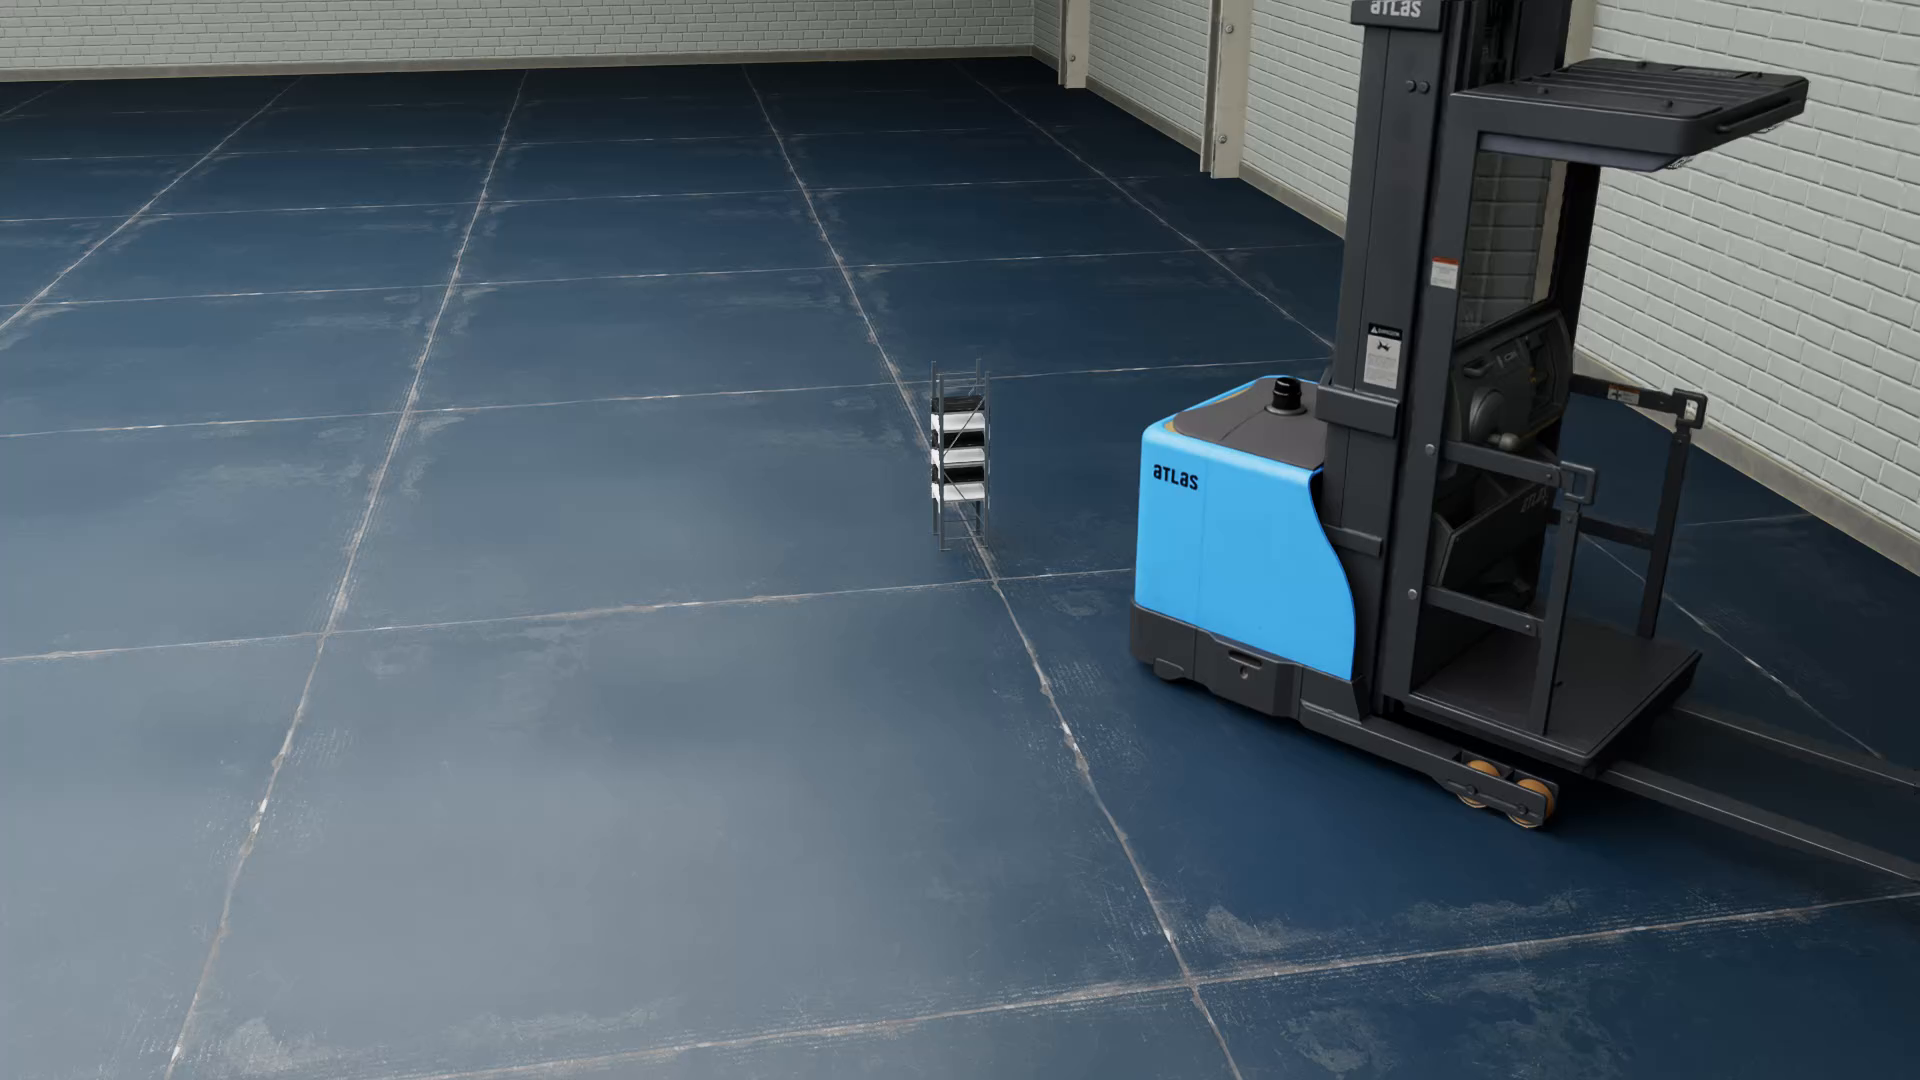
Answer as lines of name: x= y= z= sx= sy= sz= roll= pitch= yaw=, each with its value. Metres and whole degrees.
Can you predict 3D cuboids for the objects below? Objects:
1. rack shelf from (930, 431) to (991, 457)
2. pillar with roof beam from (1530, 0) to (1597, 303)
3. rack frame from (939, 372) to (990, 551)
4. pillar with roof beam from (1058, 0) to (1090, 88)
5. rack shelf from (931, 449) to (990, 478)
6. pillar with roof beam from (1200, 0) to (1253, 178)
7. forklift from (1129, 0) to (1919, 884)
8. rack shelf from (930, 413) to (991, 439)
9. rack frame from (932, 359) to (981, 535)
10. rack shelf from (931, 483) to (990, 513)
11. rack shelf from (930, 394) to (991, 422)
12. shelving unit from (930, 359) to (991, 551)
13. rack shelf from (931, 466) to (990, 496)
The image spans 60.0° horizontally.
rack shelf: x=0.001 y=-0.461 z=8.040 sx=0.258 sy=0.077 sz=0.200 roll=-4 pitch=24 yaw=-10
pillar with roof beam: x=-0.513 y=-5.107 z=8.701 sx=9.100 sy=9.000 sz=0.400 roll=-4 pitch=24 yaw=-10
rack frame: x=0.020 y=-0.369 z=7.971 sx=0.240 sy=0.900 sz=0.006 roll=-4 pitch=24 yaw=-10
pillar with roof beam: x=-2.732 y=-9.827 z=19.508 sx=9.100 sy=9.000 sz=0.400 roll=-4 pitch=24 yaw=-10
rack shelf: x=0.001 y=-0.379 z=8.076 sx=0.258 sy=0.077 sz=0.200 roll=-4 pitch=24 yaw=-10
pillar with roof beam: x=-1.623 y=-7.467 z=14.105 sx=9.100 sy=9.000 sz=0.400 roll=-4 pitch=24 yaw=-10
forklift: x=2.146 y=-0.559 z=5.868 sx=3.031 sy=2.935 sz=1.130 roll=20 pitch=30 yaw=38
rack shelf: x=0.001 y=-0.544 z=8.004 sx=0.258 sy=0.077 sz=0.200 roll=-4 pitch=24 yaw=-10
rack frame: x=-0.017 y=-0.449 z=8.154 sx=0.240 sy=0.900 sz=0.006 roll=-4 pitch=24 yaw=-10
rack shelf: x=0.001 y=-0.214 z=8.148 sx=0.258 sy=0.077 sz=0.200 roll=-4 pitch=24 yaw=-10
rack shelf: x=0.001 y=-0.626 z=7.968 sx=0.258 sy=0.077 sz=0.200 roll=-4 pitch=24 yaw=-10
shelving unit: x=0.001 y=-0.409 z=8.063 sx=0.258 sy=0.900 sz=0.210 roll=-4 pitch=24 yaw=-10
rack shelf: x=0.001 y=-0.296 z=8.112 sx=0.258 sy=0.077 sz=0.200 roll=-4 pitch=24 yaw=-10
